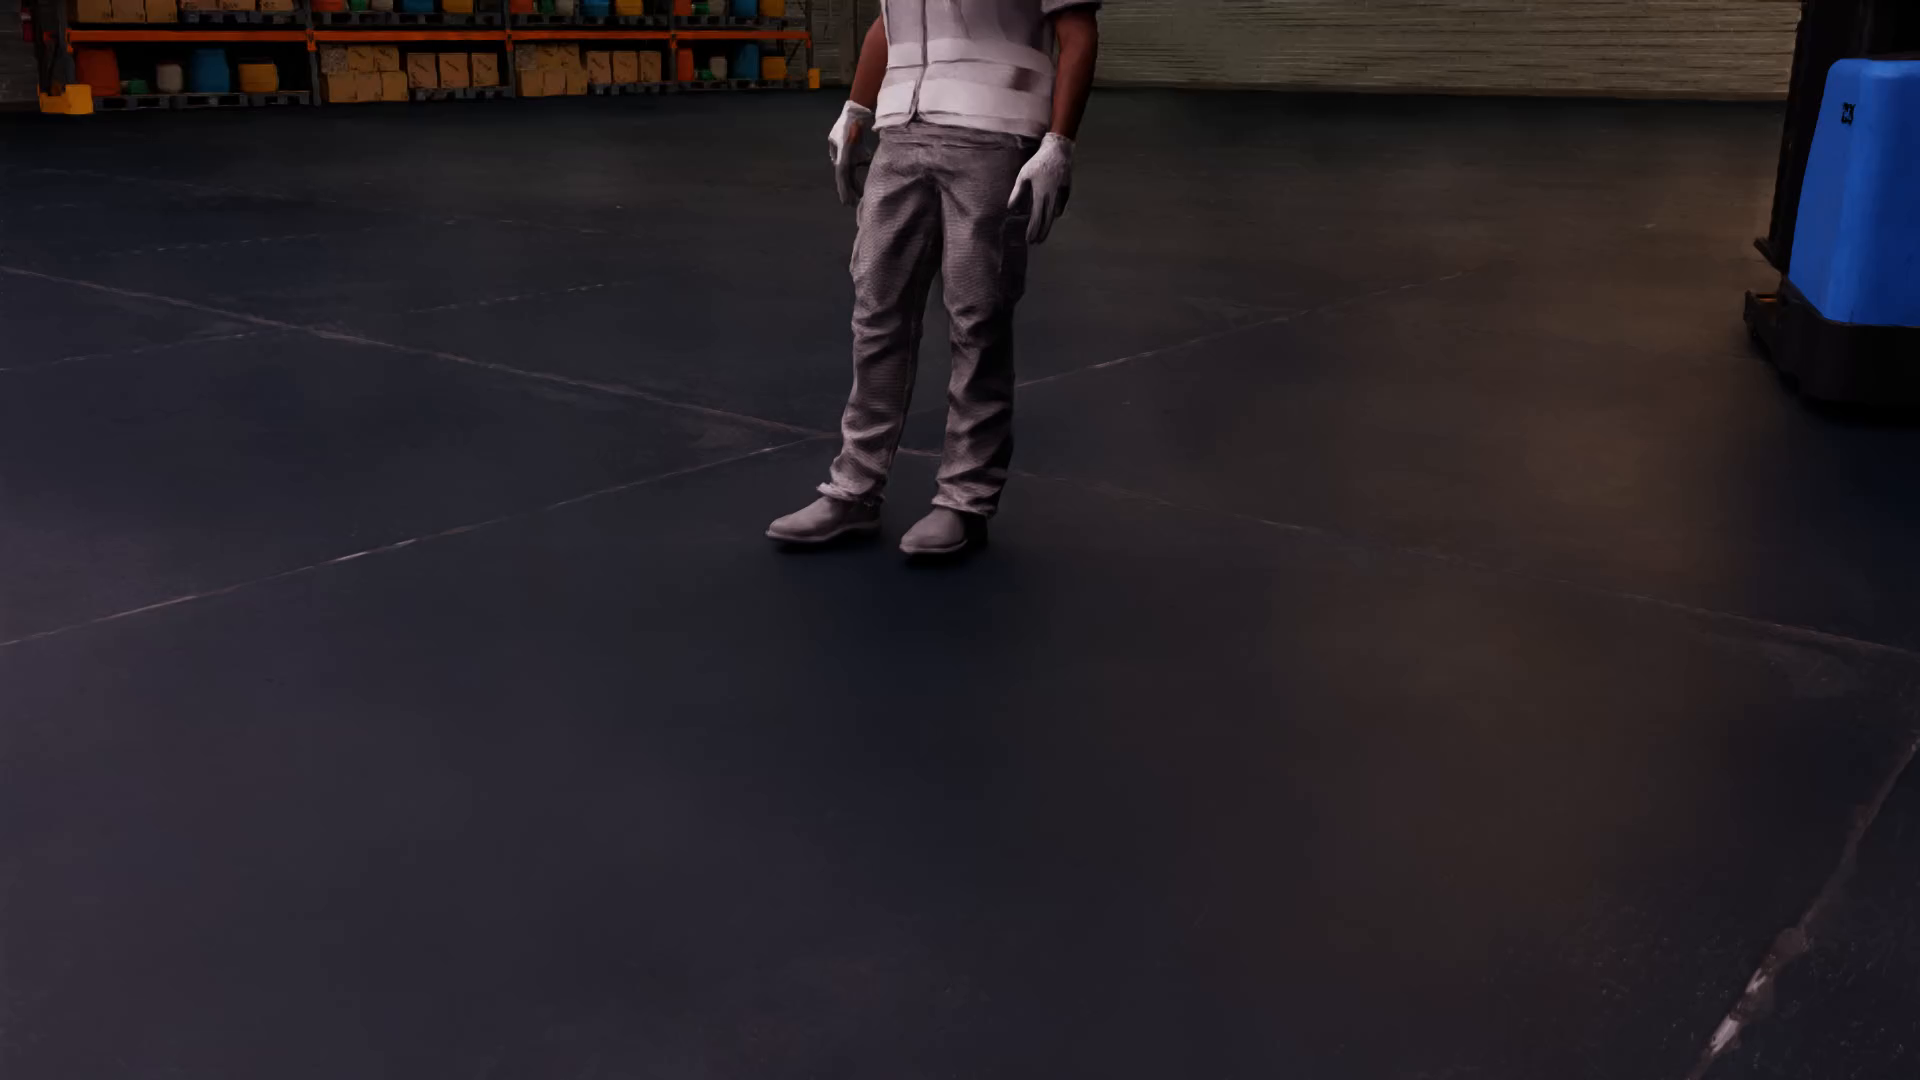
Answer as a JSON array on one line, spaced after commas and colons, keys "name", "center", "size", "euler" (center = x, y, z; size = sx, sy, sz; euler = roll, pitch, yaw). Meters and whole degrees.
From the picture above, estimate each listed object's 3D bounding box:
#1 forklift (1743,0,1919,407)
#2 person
[{"name": "forklift", "center": [3.615, -2.125, 5.897], "size": [1.130, 2.935, 3.031], "euler": [6, 18, 19]}, {"name": "person", "center": [-0.052, -0.845, 3.633], "size": [0.655, 1.782, 0.576], "euler": [13, 21, 37]}]
